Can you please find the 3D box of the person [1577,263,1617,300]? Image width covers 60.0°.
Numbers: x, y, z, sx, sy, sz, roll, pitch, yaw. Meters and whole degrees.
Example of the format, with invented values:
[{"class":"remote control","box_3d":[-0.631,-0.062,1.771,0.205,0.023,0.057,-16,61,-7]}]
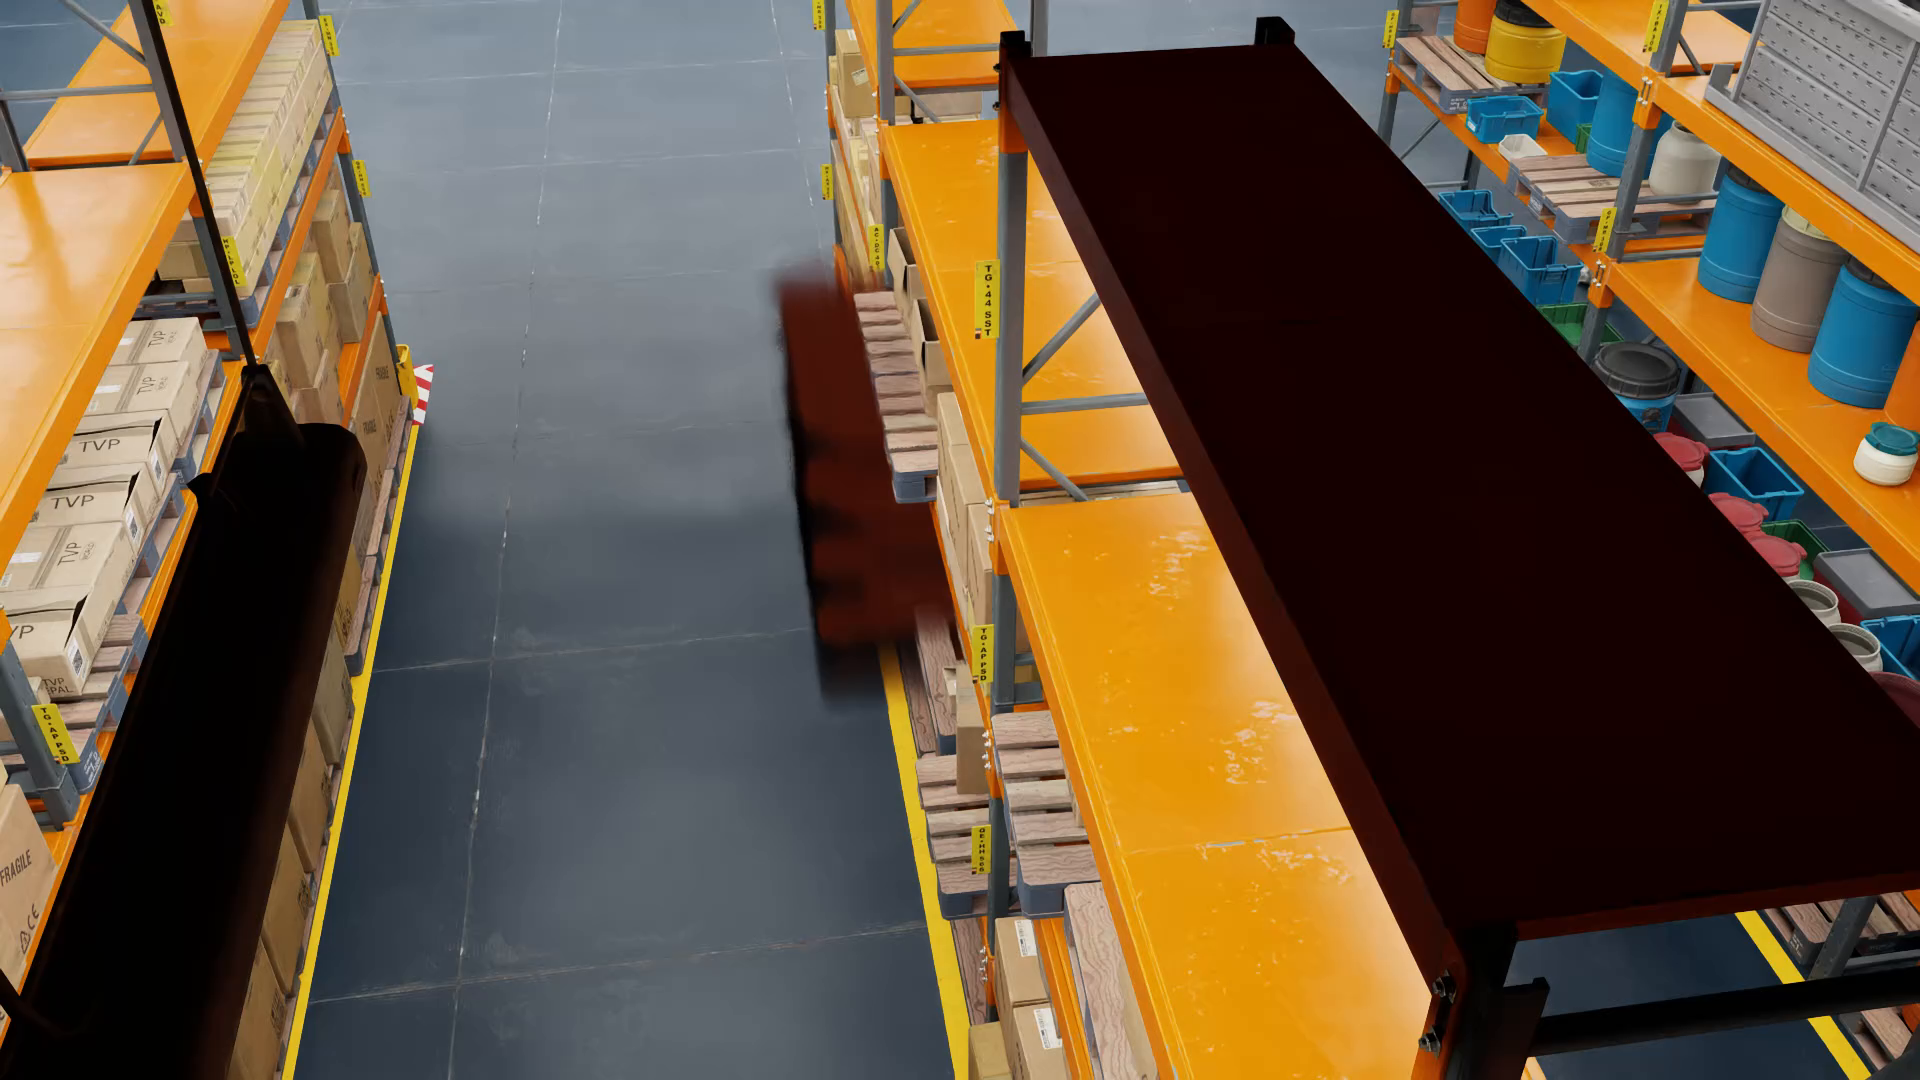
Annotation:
[{"class":"person","box_3d":[6.397,-3.229,16.377,0.586,1.837,0.565,25,43,30]}]
